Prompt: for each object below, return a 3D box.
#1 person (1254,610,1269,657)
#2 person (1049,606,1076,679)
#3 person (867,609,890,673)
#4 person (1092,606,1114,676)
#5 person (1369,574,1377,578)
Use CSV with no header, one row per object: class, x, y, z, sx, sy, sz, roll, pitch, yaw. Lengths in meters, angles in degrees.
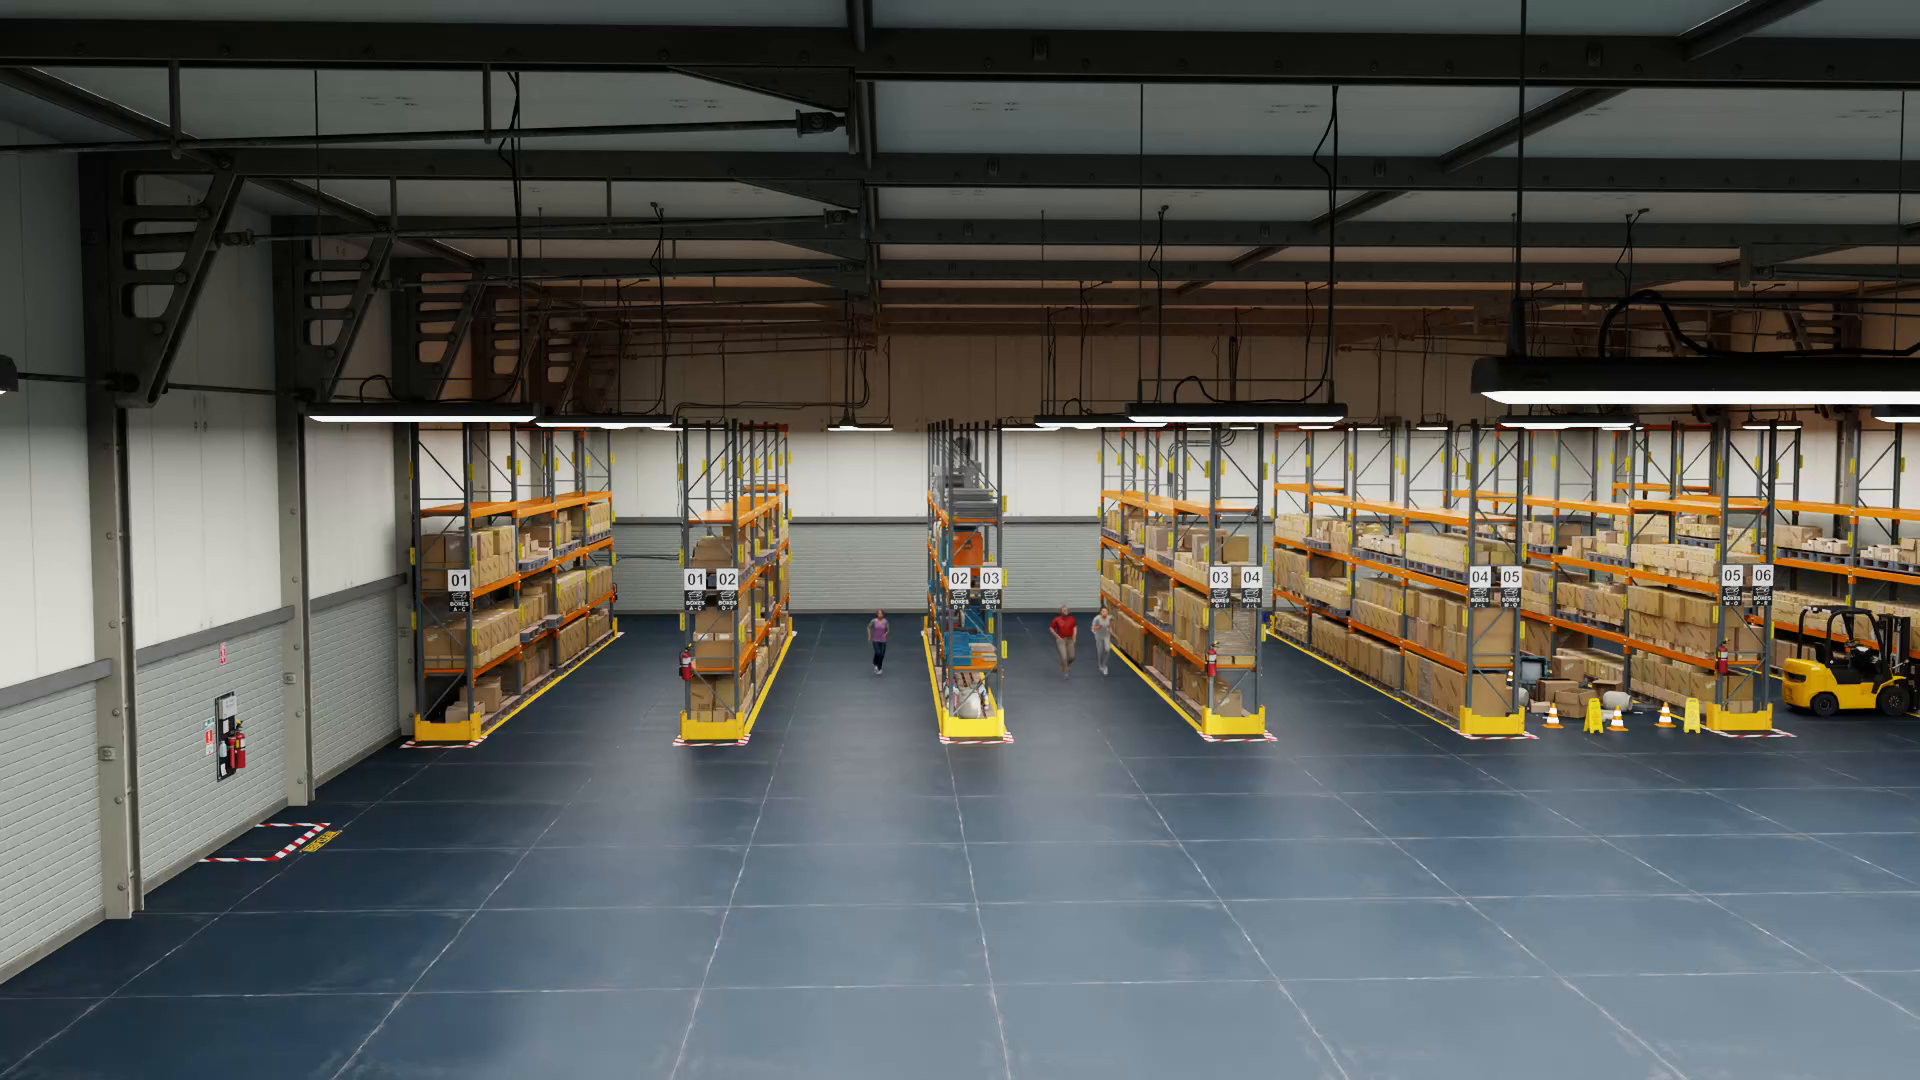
person,7.231,2.299,40.480,0.561,1.667,0.740,-1,4,-8
person,2.436,2.393,38.993,0.685,1.692,0.593,-1,4,-13
person,-1.912,2.406,39.374,0.509,1.553,0.689,-1,4,-13
person,3.396,2.372,39.571,0.560,1.648,0.911,0,4,1
person,11.607,1.866,46.568,0.630,1.811,0.827,-1,4,-15
